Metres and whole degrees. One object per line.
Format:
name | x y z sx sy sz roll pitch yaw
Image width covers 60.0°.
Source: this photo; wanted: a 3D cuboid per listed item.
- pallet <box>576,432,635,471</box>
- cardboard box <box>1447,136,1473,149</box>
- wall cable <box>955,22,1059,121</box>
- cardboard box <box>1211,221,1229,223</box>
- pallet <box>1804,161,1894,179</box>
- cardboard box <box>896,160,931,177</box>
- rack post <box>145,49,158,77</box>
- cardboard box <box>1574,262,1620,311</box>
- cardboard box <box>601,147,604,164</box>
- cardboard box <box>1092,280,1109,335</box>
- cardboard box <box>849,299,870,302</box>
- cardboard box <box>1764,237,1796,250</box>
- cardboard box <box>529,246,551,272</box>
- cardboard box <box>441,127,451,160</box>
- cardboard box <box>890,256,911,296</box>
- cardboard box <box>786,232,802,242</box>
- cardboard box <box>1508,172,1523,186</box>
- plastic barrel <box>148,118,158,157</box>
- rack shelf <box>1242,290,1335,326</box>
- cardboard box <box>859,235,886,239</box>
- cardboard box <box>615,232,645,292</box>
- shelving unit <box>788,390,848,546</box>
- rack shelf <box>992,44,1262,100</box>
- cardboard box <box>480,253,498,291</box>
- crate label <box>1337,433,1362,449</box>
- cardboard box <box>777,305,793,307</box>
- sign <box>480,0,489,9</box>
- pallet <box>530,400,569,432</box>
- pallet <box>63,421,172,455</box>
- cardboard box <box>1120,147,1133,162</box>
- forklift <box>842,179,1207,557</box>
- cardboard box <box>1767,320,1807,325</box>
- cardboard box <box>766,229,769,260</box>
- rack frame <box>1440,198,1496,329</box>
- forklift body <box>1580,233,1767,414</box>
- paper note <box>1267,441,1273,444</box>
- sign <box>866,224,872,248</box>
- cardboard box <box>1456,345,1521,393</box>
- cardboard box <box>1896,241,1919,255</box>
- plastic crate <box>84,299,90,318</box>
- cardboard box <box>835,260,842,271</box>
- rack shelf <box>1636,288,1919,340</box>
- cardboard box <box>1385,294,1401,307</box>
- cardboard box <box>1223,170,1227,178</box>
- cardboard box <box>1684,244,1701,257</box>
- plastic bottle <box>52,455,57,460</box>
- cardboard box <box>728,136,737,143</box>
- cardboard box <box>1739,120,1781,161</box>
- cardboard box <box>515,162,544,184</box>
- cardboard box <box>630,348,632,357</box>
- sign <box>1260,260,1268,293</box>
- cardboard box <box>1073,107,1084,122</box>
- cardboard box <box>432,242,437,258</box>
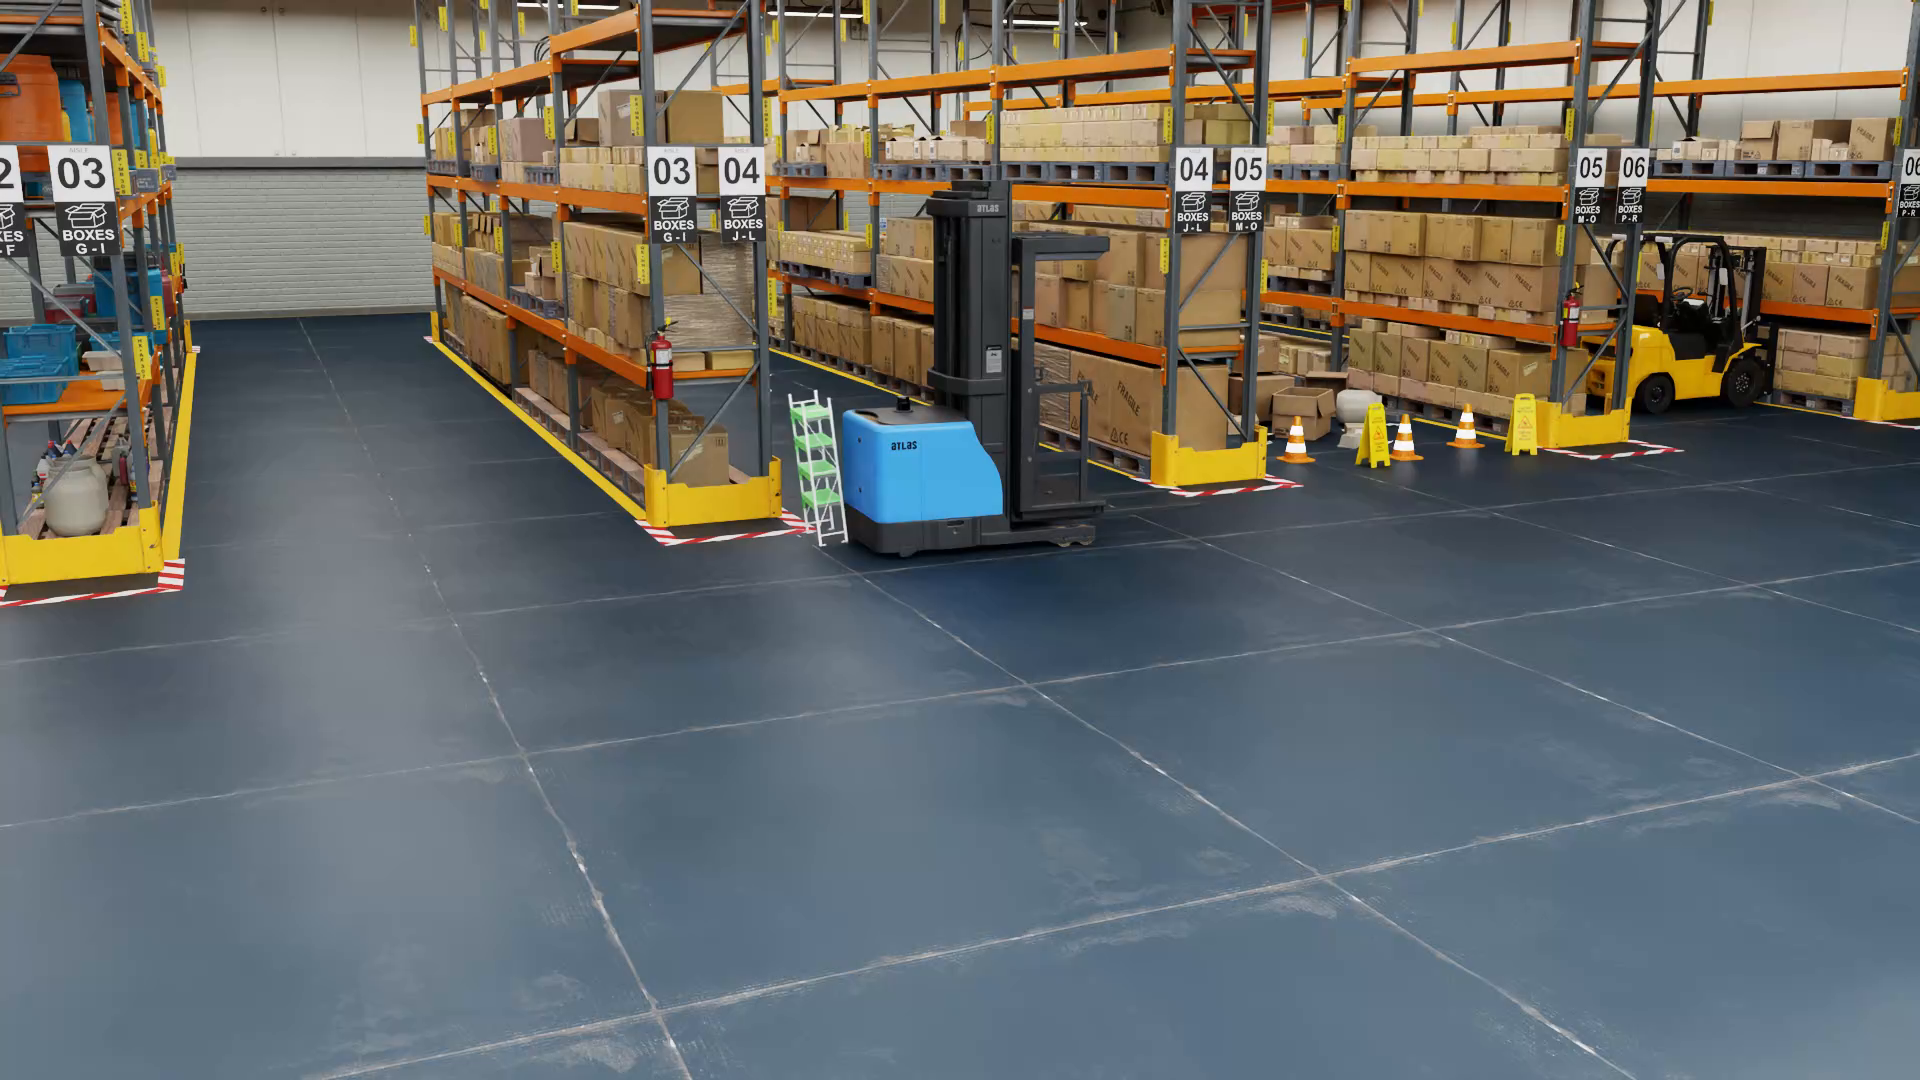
pallet | -3.439 -0.970 17.593 1.003 0.211 1.213 -6 14 -23
cardboard box | 5.891 -4.617 19.304 0.380 0.149 0.250 -5 14 -22
wall cable | 1.254 -10.241 38.076 2.988 3.039 0.133 -6 14 -23
cardboard box | 3.706 -4.470 24.718 0.500 0.500 0.500 -6 14 -25
pallet | 11.230 -4.549 20.415 1.003 0.211 1.213 -6 14 -23
cardboard box | -0.742 -5.370 23.545 0.500 0.500 0.500 -6 14 -23
rack post | -10.555 -5.942 20.696 0.937 0.300 0.954 -4 14 -17
cardboard box | 7.007 -2.849 18.648 0.500 0.500 0.500 -6 14 -24
cardboard box | -3.117 -3.580 15.481 0.380 0.149 0.250 -6 15 -26
cardboard box | 1.908 -2.449 17.467 0.875 0.550 0.550 -6 14 -23
cardboard box | -1.411 -3.550 25.505 0.500 0.250 0.500 -6 14 -25
cardboard box | 10.549 -3.801 21.322 0.380 0.149 0.250 -5 14 -22
cardboard box | -5.089 -3.436 20.910 0.500 0.500 0.500 -8 15 -30
cardboard box | -7.923 -6.375 26.733 0.700 0.500 0.500 -7 15 -27
cardboard box | -0.618 -3.545 22.311 0.500 0.500 0.500 -6 14 -24
cardboard box | -2.506 -4.736 25.988 0.380 0.149 0.250 -5 14 -21
cardboard box | 6.338 -4.027 18.521 0.380 0.149 0.250 -5 14 -21
plastic barrel | -10.931 -5.257 21.931 0.600 0.588 0.600 0 13 0
rack shelf | 4.539 -3.422 23.598 1.077 0.370 4.000 -6 14 -23
cardboard box | -1.293 -4.474 24.855 0.380 0.149 0.250 -5 14 -21
cardboard box | -2.790 -2.513 14.975 0.500 0.500 0.500 -6 14 -23
shelving unit | -1.174 -0.601 13.753 0.258 1.200 0.503 -10 15 -16
rack shelf | 1.646 -4.856 17.374 1.077 0.370 4.000 -6 14 -23
cardboard box | -6.375 -3.735 23.132 0.500 0.500 0.500 -5 14 -22
crate label | 4.336 -1.097 18.305 0.298 0.136 0.250 9 16 35
cardboard box | -3.018 -3.860 27.968 0.380 0.149 0.250 -5 14 -21
sign | -5.849 -6.695 20.416 0.100 0.325 0.005 -6 14 -23
pallet | -4.546 -1.519 19.964 1.003 0.211 1.213 -6 14 -23
pallet | -9.121 -1.069 18.023 1.003 0.211 1.213 -6 14 -23
cardboard box | 1.800 -3.800 16.390 0.380 0.149 0.250 -5 14 -22
forklift | 0.585 -1.478 13.755 3.031 2.935 1.130 -5 14 -20
cardboard box | 10.877 -2.764 22.110 0.500 0.250 0.500 -6 14 -24
cardboard box | -3.019 -4.920 27.592 0.500 0.500 0.500 -6 14 -25
rack frame | 8.284 -4.635 27.243 1.000 3.000 0.127 -6 14 -23
forklift body | 9.058 -2.795 21.178 2.313 2.155 1.214 -6 14 -23
paper note | 3.392 -1.086 18.499 0.144 0.017 0.142 -1 13 -4
sign | -1.251 -4.192 22.939 0.100 0.325 0.005 -6 14 -23
cardboard box | 6.171 -2.013 19.417 0.500 0.500 0.500 -5 14 -21
cardboard box | 11.550 -3.580 20.367 0.380 0.149 0.250 -6 14 -24
plastic crate | -9.005 -2.209 16.797 0.392 0.384 0.575 -6 14 -23
cardboard box | -1.577 -3.965 23.974 0.380 0.149 0.250 -5 14 -22
rack shelf | 10.688 -3.045 21.968 1.077 0.370 4.000 -6 14 -23
cardboard box | 5.523 -2.989 20.689 0.380 0.149 0.250 -5 14 -21
cardboard box | 4.108 -5.499 24.103 0.700 0.500 0.500 -6 14 -23
cardboard box | 10.039 -3.921 22.499 0.380 0.149 0.250 -5 14 -22
plastic bottle | -8.166 -0.632 15.022 0.097 0.271 0.097 0 13 0
cardboard box | -3.816 -6.942 28.899 0.380 0.149 0.250 -5 14 -22
cardboard box | 10.571 -5.161 21.484 0.797 0.503 0.637 -5 14 -21
cardboard box | -4.967 -4.347 19.681 0.500 0.250 0.500 -5 14 -22
cardboard box | -2.836 -1.763 15.391 0.380 0.149 0.250 -6 14 -23
sign | 2.958 -2.574 16.244 0.100 0.325 0.005 -6 14 -23
cardboard box | 1.391 -4.400 17.211 0.380 0.149 0.250 -6 14 -23
cardboard box | -8.602 -4.892 28.026 0.500 0.250 0.500 -6 14 -24
